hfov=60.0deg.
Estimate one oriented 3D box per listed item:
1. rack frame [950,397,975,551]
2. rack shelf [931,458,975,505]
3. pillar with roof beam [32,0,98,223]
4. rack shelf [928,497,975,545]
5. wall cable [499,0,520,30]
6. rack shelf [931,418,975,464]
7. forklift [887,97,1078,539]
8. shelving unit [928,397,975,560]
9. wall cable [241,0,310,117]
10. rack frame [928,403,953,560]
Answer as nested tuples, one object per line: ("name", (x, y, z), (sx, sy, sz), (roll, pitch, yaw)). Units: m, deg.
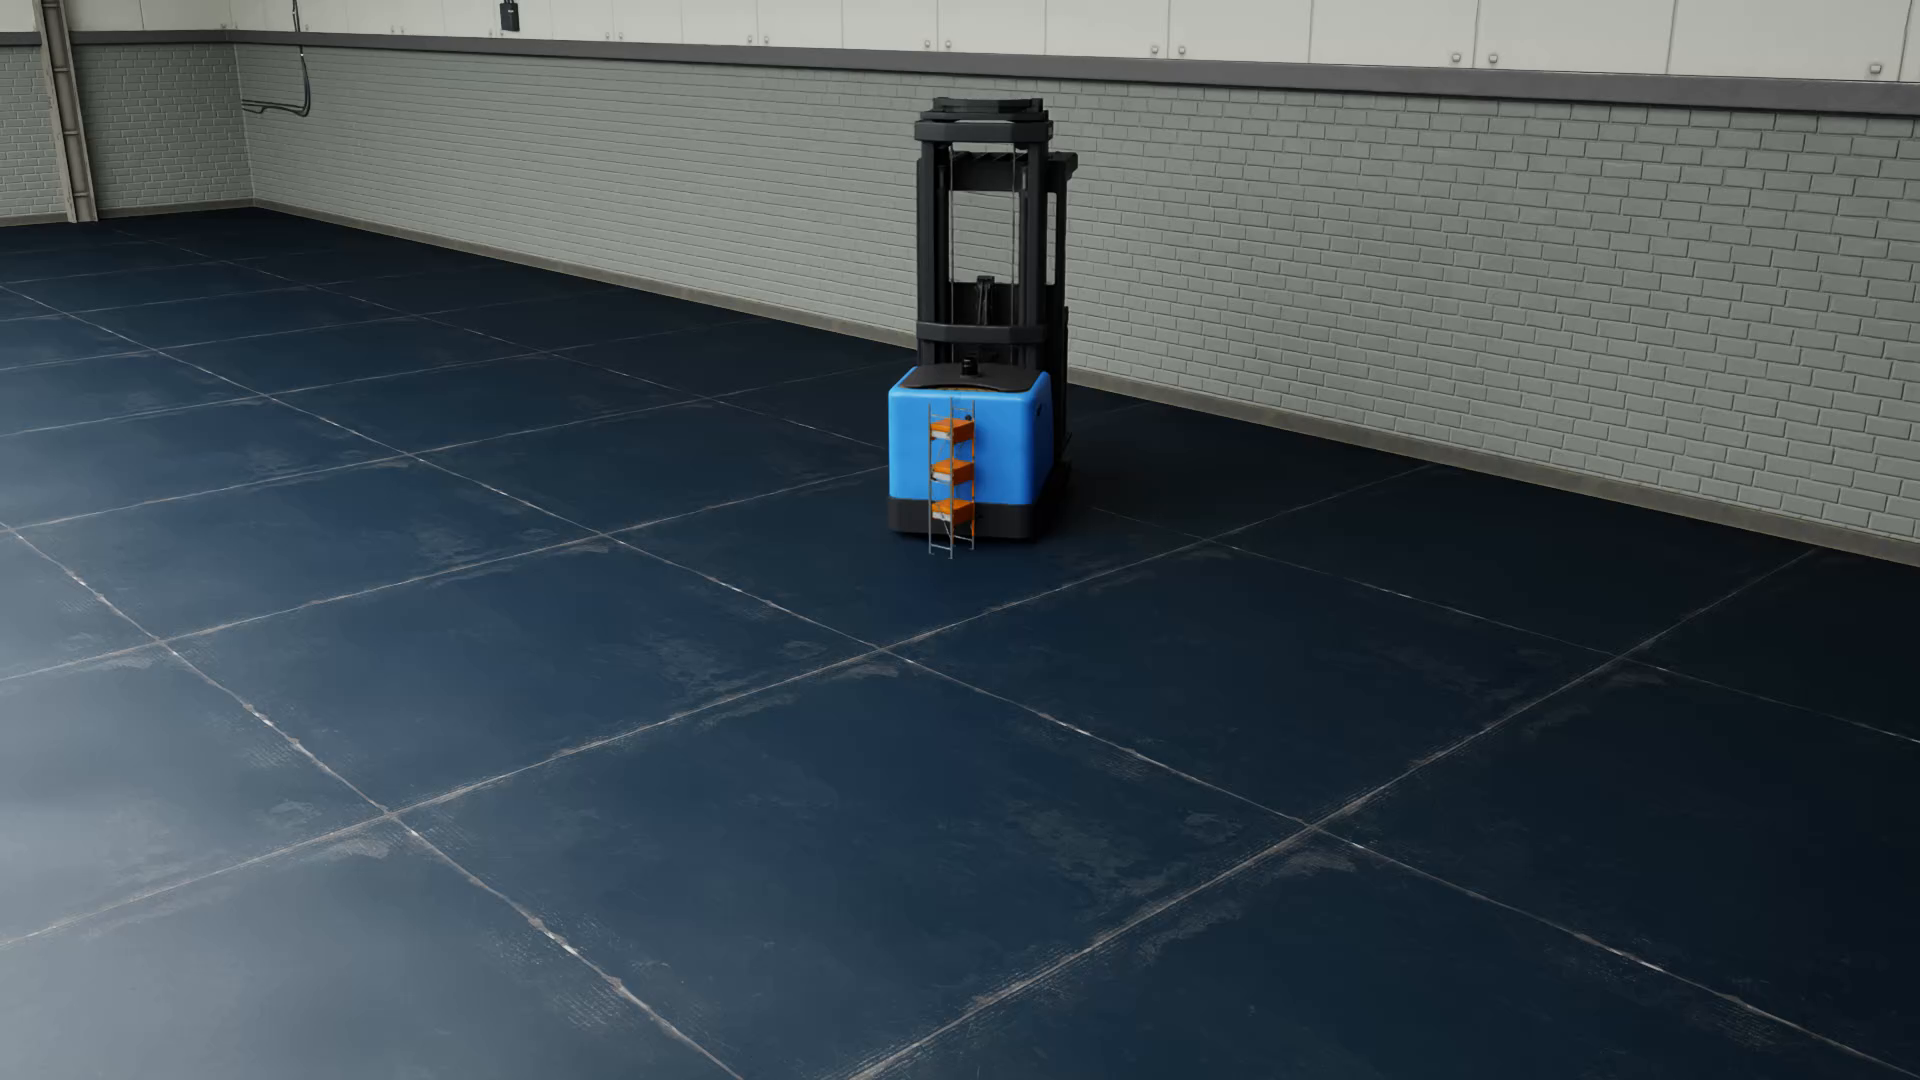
("rack frame", (0.016, -0.444, 11.273), (0.200, 1.050, 0.008), (13, 22, 34))
("rack shelf", (-0.056, -0.404, 11.183), (0.215, 0.259, 0.240), (13, 22, 34))
("pillar with roof beam", (-12.029, -8.767, 24.056), (0.400, 9.000, 9.100), (-16, 24, -41))
("rack shelf", (-0.056, -0.139, 11.269), (0.215, 0.259, 0.240), (13, 22, 34))
("wall cable", (-5.426, -9.547, 20.946), (0.169, 6.003, 2.305), (-16, 24, -41))
("rack shelf", (-0.056, -0.674, 11.096), (0.215, 0.259, 0.240), (13, 22, 34))
("forklift", (0.271, -1.817, 12.458), (1.130, 2.935, 3.031), (3, 18, 10))
("shelving unit", (-0.056, -0.414, 11.180), (0.215, 1.050, 0.252), (13, 22, 34))
("wall cable", (-11.937, -8.583, 28.522), (0.112, 2.526, 3.097), (-16, 24, -41))
("rack frame", (-0.129, -0.384, 11.087), (0.200, 1.050, 0.008), (13, 22, 34))
